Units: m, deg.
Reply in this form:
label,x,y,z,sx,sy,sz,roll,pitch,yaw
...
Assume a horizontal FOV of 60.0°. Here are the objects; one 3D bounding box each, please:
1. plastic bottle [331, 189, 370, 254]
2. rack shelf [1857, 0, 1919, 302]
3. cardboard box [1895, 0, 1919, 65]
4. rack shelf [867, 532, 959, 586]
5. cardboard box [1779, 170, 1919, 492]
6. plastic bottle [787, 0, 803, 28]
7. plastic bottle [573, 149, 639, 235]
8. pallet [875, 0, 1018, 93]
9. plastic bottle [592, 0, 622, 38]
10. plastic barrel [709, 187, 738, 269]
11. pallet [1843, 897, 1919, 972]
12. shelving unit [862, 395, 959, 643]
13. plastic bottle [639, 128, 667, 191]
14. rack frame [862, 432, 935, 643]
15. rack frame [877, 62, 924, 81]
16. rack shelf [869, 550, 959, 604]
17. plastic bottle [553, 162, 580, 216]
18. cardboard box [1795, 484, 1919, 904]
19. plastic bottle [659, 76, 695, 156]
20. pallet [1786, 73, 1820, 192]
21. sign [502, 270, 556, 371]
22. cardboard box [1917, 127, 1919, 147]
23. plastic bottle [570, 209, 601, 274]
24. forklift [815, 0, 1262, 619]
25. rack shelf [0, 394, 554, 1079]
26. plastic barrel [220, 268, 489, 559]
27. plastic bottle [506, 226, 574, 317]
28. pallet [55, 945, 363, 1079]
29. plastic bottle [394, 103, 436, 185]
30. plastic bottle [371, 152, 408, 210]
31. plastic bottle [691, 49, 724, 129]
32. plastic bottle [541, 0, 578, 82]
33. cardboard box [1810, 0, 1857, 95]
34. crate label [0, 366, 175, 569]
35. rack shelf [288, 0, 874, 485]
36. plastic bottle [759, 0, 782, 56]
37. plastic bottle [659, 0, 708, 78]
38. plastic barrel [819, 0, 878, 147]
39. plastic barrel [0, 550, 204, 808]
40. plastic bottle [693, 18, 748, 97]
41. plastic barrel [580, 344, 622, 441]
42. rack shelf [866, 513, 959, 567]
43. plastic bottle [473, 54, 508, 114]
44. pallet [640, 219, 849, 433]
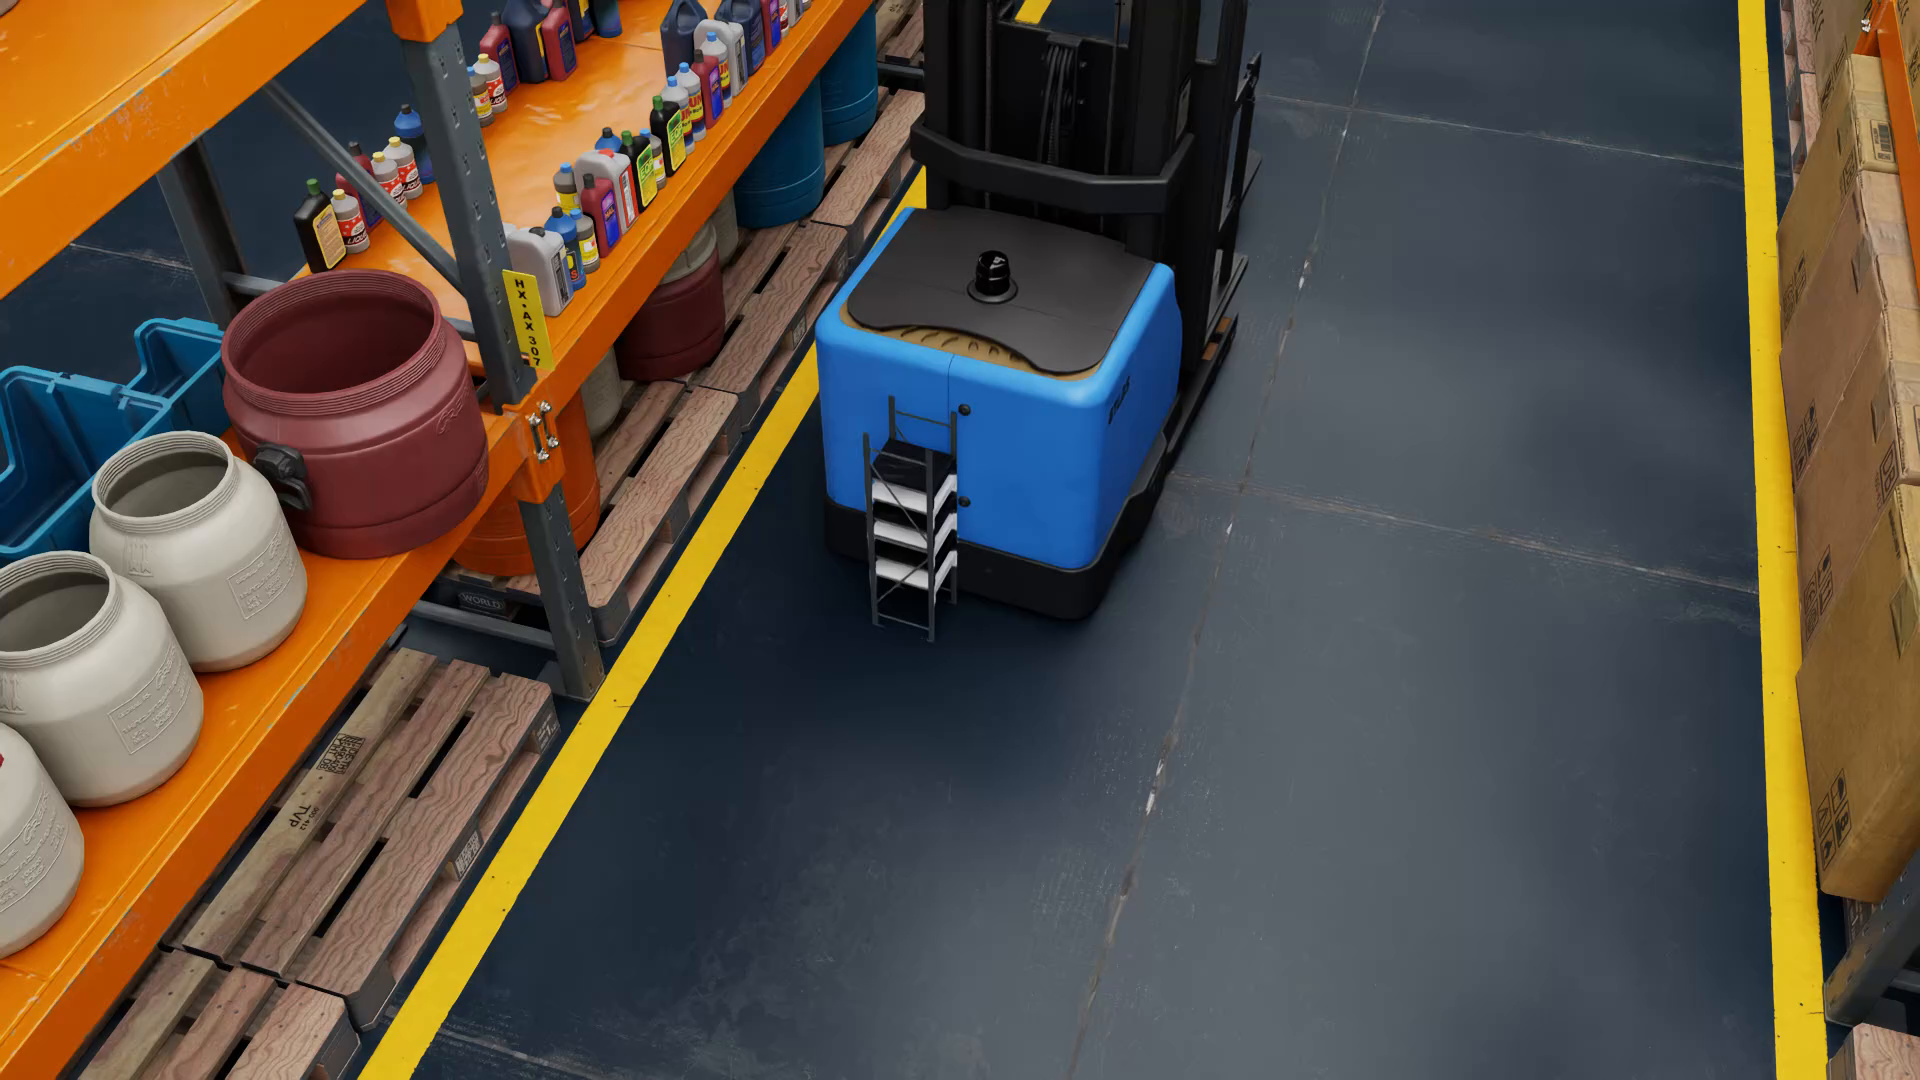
label,x,y,z,sx,sy,sz,roll,pitch,yaw
plastic bottle,-1.951,-1.020,5.290,0.097,0.201,0.097,0,44,0
rack shelf,3.606,-0.685,5.320,1.077,0.370,4.000,13,46,13
cardboard box,3.835,-2.058,6.137,0.500,0.500,0.500,13,46,13
rack shelf,-0.161,0.033,5.749,0.258,0.077,0.200,16,47,16
cardboard box,3.768,-0.640,5.978,1.225,0.875,0.875,11,45,11
plastic bottle,-0.694,-2.125,6.366,0.152,0.276,0.135,13,46,13
plastic bottle,-1.140,-1.142,5.361,0.152,0.276,0.135,13,46,13
pallet,-0.323,-2.826,8.987,1.003,0.211,1.213,13,46,13
plastic bottle,-1.345,-2.047,6.289,0.097,0.271,0.097,0,44,0
plastic barrel,-1.160,-1.397,7.012,0.421,0.512,0.421,0,44,0
pallet,3.311,0.878,5.202,1.003,0.211,1.213,13,46,13
shelving unit,-0.161,-0.055,5.663,0.258,0.900,0.210,16,47,16
plastic bottle,-1.039,-1.276,5.552,0.097,0.201,0.097,0,44,0
rack frame,-0.200,0.010,5.596,0.240,0.900,0.006,16,47,16
rack frame,-0.508,-3.325,7.503,1.000,3.000,0.127,13,46,13
rack shelf,-0.161,0.097,5.812,0.258,0.077,0.200,16,47,16
plastic bottle,-1.265,-1.130,5.402,0.097,0.201,0.097,0,44,0
cardboard box,3.230,0.544,4.768,1.225,0.875,0.875,11,45,11
plastic bottle,-0.969,-1.455,5.684,0.097,0.271,0.097,0,44,0
pallet,4.517,-1.769,7.907,1.003,0.211,1.213,13,46,13
sign,-1.193,-0.605,4.607,0.100,0.325,0.005,13,46,13
cardboard box,3.531,-1.389,5.453,0.500,0.500,0.500,12,46,12
plastic bottle,-1.190,-0.944,5.212,0.097,0.201,0.097,0,44,0
forklift,0.529,-1.812,6.007,1.130,2.935,3.031,16,47,16
rack shelf,-2.325,0.932,3.667,1.077,0.370,4.000,13,46,13
plastic barrel,-1.571,-0.334,4.349,0.600,0.536,0.708,13,46,13
plastic bottle,-1.281,-0.834,5.046,0.152,0.276,0.135,13,46,13
pallet,-2.362,1.657,4.406,1.003,0.211,1.213,13,46,13
plastic bottle,-1.823,-1.329,5.556,0.097,0.271,0.097,0,44,0
plastic bottle,-1.881,-1.174,5.447,0.097,0.201,0.097,0,44,0
plastic bottle,-0.887,-1.597,5.821,0.061,0.283,0.133,13,46,13
plastic bottle,-1.464,-1.831,6.060,0.061,0.283,0.133,13,46,13
cardboard box,4.761,-2.689,8.072,0.875,0.875,0.875,13,46,13
crate label,-2.278,-0.066,4.148,0.502,0.435,0.616,13,46,13
rack shelf,-1.114,-1.734,6.392,1.077,0.370,4.000,13,46,13
plastic bottle,-0.720,-1.964,6.196,0.061,0.283,0.133,13,46,13
plastic bottle,-0.994,-1.833,6.014,0.144,0.351,0.185,13,46,13
plastic barrel,-0.689,-2.366,7.723,0.600,0.901,0.708,13,46,13
plastic barrel,-1.955,0.313,3.705,0.421,0.512,0.421,0,44,0
plastic bottle,-0.861,-1.758,5.991,0.152,0.276,0.135,13,46,13
plastic barrel,-1.502,-0.644,6.242,0.421,0.512,0.421,0,44,0
rack shelf,-0.161,-0.032,5.687,0.258,0.077,0.200,16,47,16
plastic bottle,-1.675,-1.628,5.912,0.097,0.201,0.097,0,44,0
pallet,-1.149,-1.007,7.128,1.003,0.211,1.213,13,46,13
